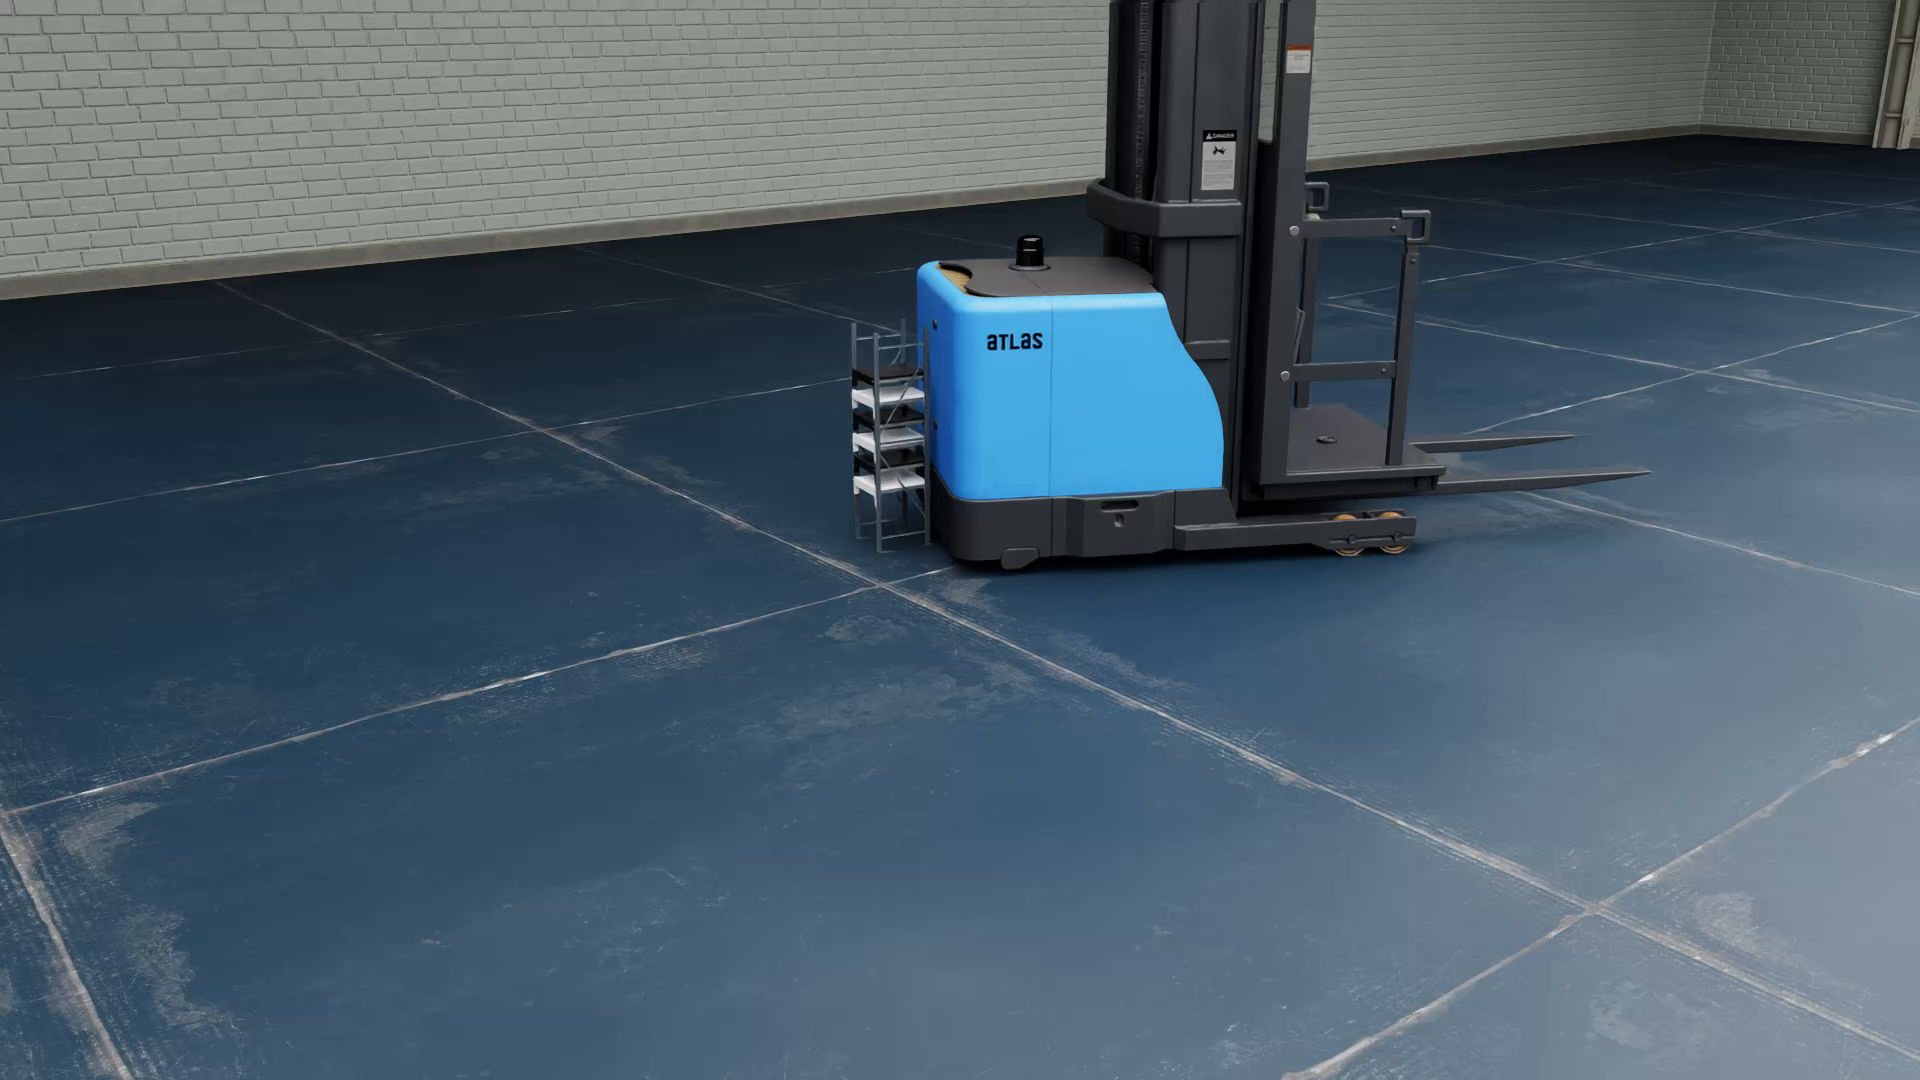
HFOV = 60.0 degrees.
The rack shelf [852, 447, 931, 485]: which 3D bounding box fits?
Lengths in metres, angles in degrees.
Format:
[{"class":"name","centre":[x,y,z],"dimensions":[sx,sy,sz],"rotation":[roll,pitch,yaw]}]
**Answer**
[{"class":"rack shelf","centre":[-0.277,-0.301,6.732],"dimensions":[0.258,0.077,0.200],"rotation":[-10,21,-27]}]

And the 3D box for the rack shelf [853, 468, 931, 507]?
[{"class":"rack shelf","centre":[-0.277,-0.216,6.760],"dimensions":[0.258,0.077,0.200],"rotation":[-10,21,-27]}]

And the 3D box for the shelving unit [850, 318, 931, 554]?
[{"class":"shelving unit","centre":[-0.277,-0.418,6.693],"dimensions":[0.258,0.900,0.210],"rotation":[-10,21,-27]}]

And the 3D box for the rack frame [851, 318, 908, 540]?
[{"class":"rack frame","centre":[-0.325,-0.446,6.778],"dimensions":[0.240,0.900,0.006],"rotation":[-10,21,-27]}]

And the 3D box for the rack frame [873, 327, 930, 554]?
[{"class":"rack frame","centre":[-0.229,-0.390,6.608],"dimensions":[0.240,0.900,0.006],"rotation":[-10,21,-27]}]

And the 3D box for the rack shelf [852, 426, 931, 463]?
[{"class":"rack shelf","centre":[-0.277,-0.386,6.704],"dimensions":[0.258,0.077,0.200],"rotation":[-10,21,-27]}]

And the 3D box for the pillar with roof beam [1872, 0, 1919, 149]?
[{"class":"pillar with roof beam","centre":[9.989,-9.066,19.925],"dimensions":[9.100,9.000,0.400],"rotation":[-14,23,-36]}]

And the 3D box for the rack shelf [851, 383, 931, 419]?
[{"class":"rack shelf","centre":[-0.277,-0.557,6.647],"dimensions":[0.258,0.077,0.200],"rotation":[-10,21,-27]}]

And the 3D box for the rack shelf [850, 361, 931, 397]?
[{"class":"rack shelf","centre":[-0.277,-0.643,6.619],"dimensions":[0.258,0.077,0.200],"rotation":[-10,21,-27]}]

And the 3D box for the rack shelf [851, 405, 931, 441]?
[{"class":"rack shelf","centre":[-0.277,-0.472,6.676],"dimensions":[0.258,0.077,0.200],"rotation":[-10,21,-27]}]

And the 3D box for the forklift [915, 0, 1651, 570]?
[{"class":"forklift","centre":[1.374,-1.485,6.683],"dimensions":[3.031,2.935,1.130],"rotation":[-3,19,-10]}]
